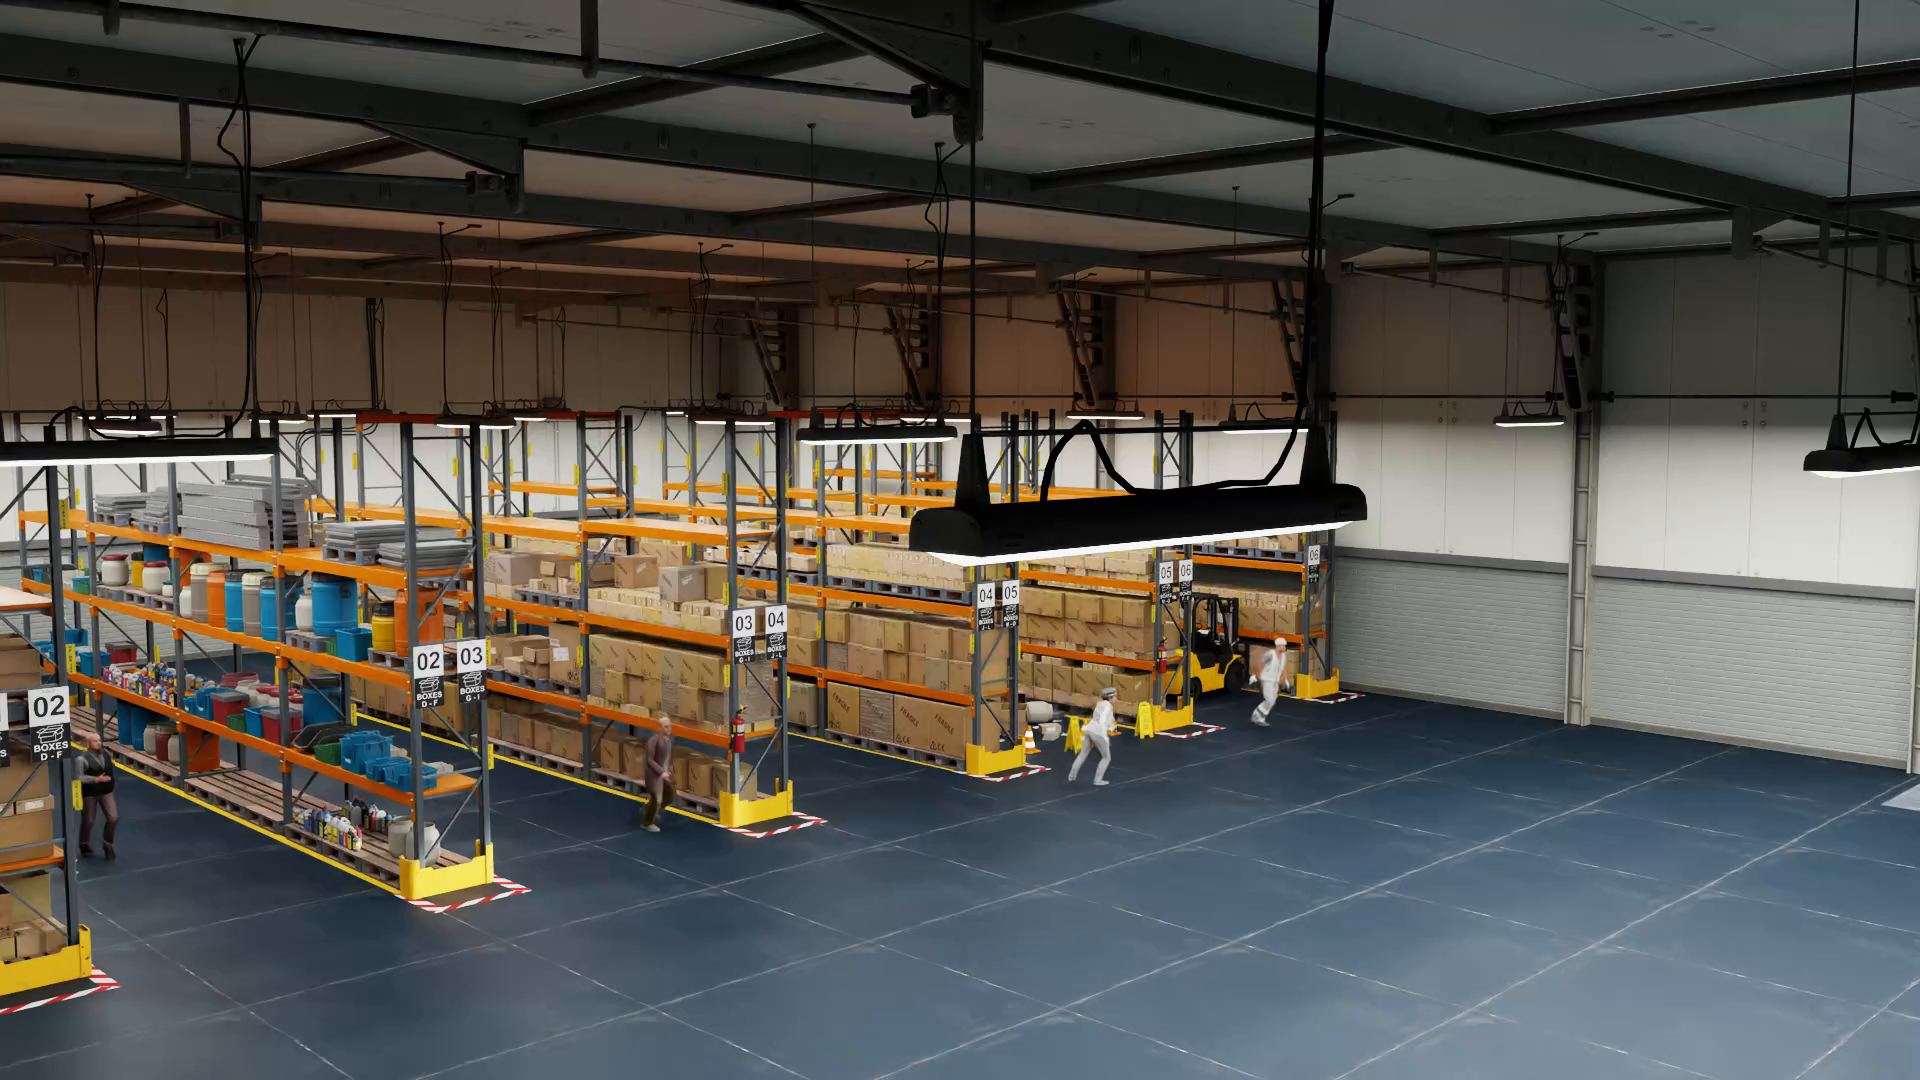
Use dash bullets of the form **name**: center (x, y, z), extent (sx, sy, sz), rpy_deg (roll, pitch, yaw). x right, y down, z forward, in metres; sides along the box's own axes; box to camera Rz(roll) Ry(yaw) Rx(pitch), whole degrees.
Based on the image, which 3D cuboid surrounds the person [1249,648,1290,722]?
- **person**: center (5.924, 2.789, 31.746), extent (0.660, 1.459, 0.549), rpy_deg (-4, 6, -40)

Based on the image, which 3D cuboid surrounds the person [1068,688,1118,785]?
- **person**: center (2.188, 3.194, 27.087), extent (0.847, 1.603, 0.582), rpy_deg (-2, 6, -26)

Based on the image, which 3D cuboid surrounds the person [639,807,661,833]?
- **person**: center (-4.489, 4.069, 24.393), extent (0.476, 0.346, 0.412), rpy_deg (3, 6, 30)

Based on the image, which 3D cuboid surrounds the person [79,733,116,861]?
- **person**: center (-11.740, 3.504, 22.730), extent (0.831, 1.774, 0.464), rpy_deg (4, 6, 39)
